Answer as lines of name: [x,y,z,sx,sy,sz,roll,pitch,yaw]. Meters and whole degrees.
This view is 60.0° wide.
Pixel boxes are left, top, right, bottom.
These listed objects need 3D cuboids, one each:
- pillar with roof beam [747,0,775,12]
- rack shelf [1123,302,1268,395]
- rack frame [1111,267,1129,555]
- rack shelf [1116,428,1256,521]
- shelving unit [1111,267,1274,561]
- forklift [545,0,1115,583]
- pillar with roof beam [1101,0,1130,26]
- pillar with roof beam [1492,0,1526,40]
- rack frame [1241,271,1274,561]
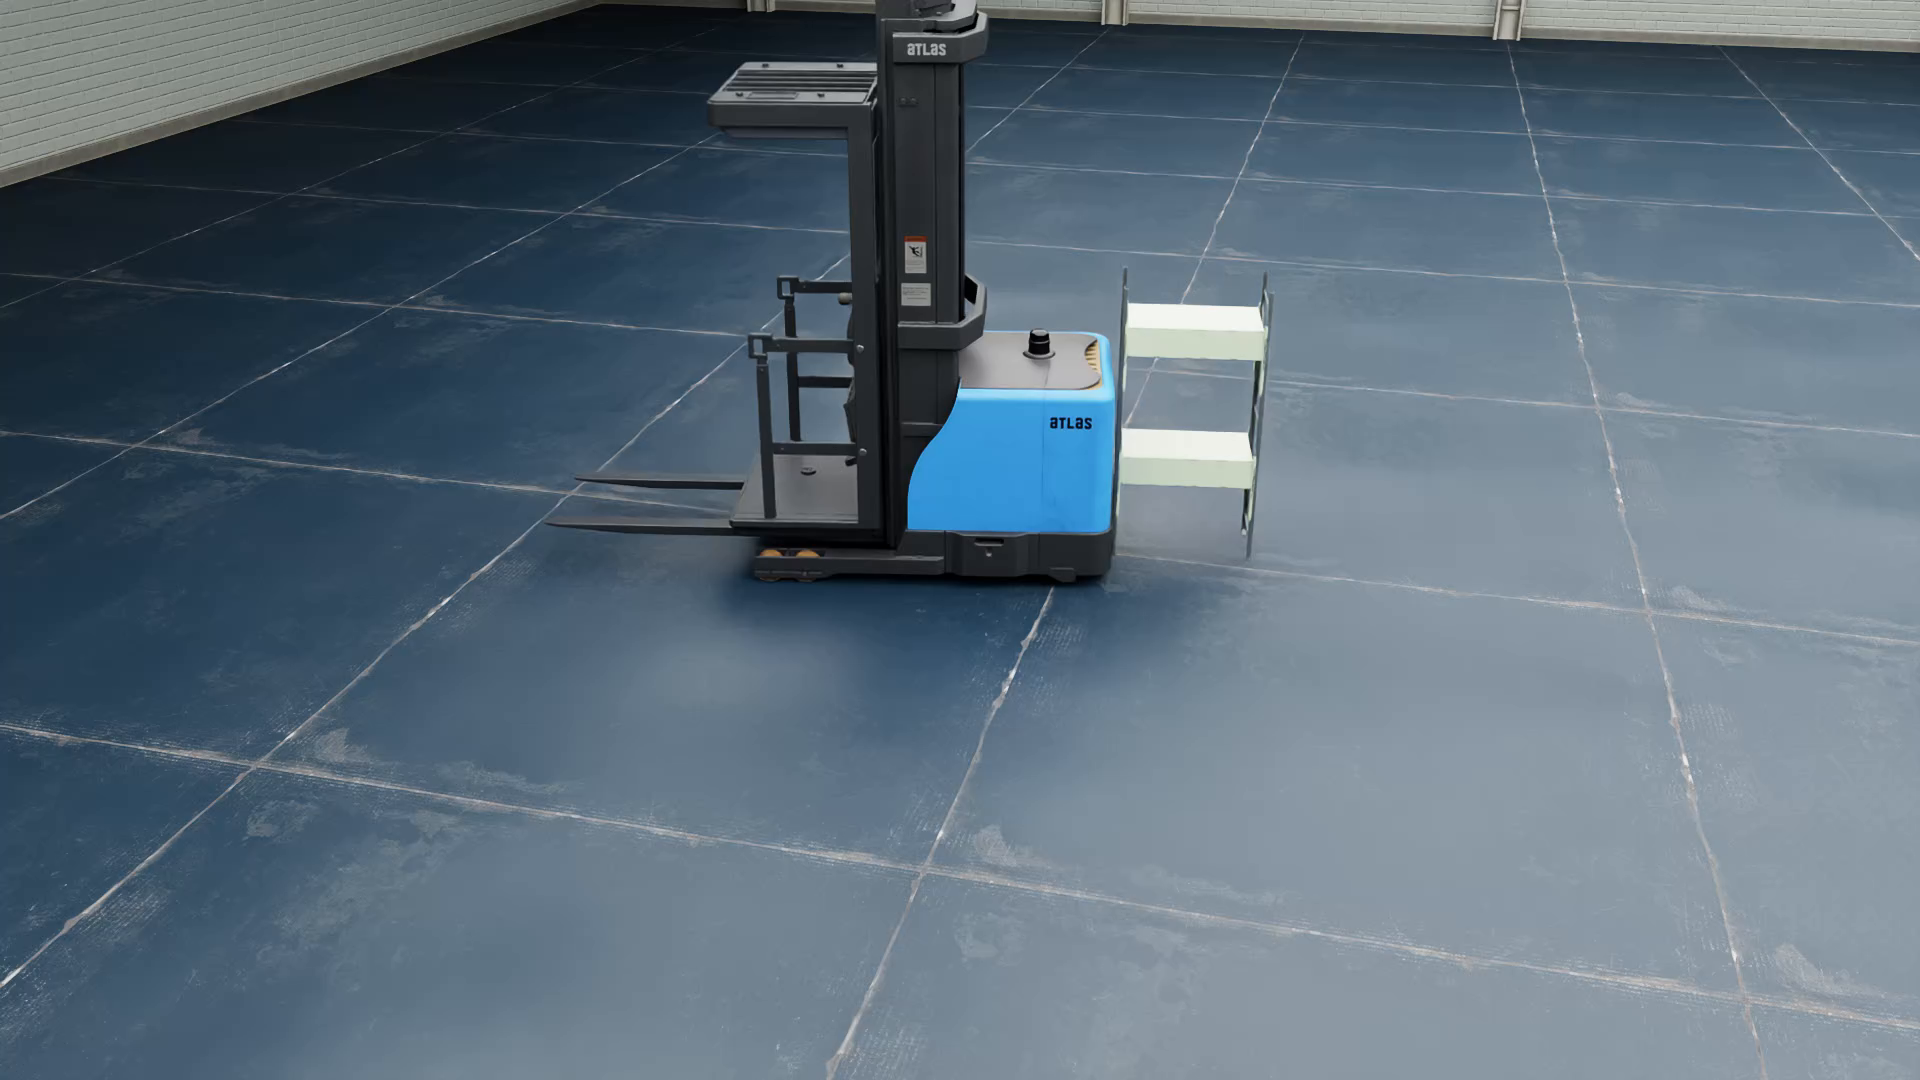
pillar with roof beam: [-4.406,-11.171,22.246,0.400,9.000,9.100,6,26,13]
rack shelf: [1.221,-1.018,8.731,0.720,0.370,0.431,2,26,4]
rack frame: [0.855,-0.680,8.925,0.023,1.500,0.400,2,26,4]
rack shelf: [1.218,-0.371,9.039,0.720,0.370,0.431,2,26,4]
shelving unit: [1.219,-0.666,8.898,0.755,1.500,0.431,2,26,4]
forklift: [-0.701,-1.325,8.623,3.031,2.935,1.130,1,25,2]
pillar with roof beam: [1.405,-10.529,20.896,0.400,9.000,9.100,6,26,13]
pillar with roof beam: [7.216,-9.886,19.547,0.400,9.000,9.100,6,26,13]
rack frame: [1.584,-0.651,8.872,0.023,1.500,0.400,2,26,4]
